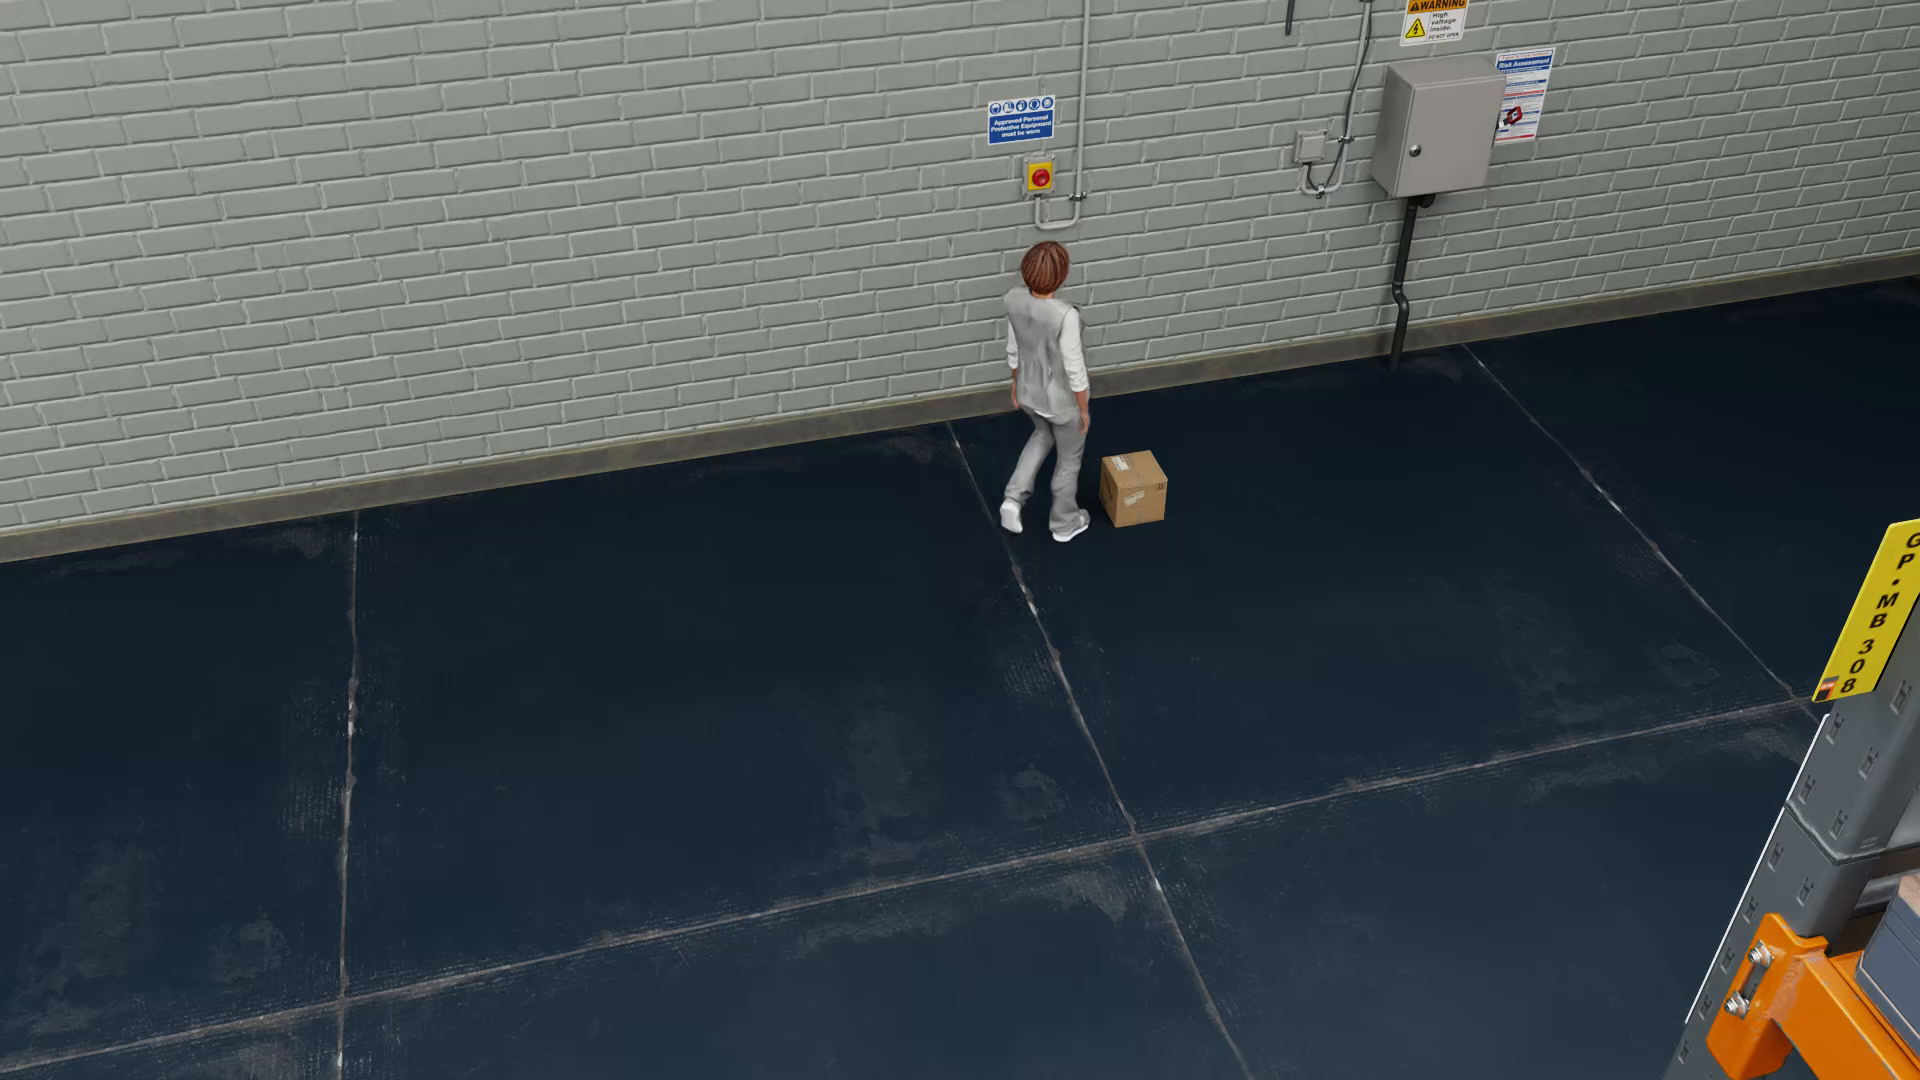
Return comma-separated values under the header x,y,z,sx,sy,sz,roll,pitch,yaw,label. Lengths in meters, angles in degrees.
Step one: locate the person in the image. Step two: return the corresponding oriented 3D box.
x,y,z,sx,sy,sz,roll,pitch,yaw,label
0.401,-0.639,7.507,0.437,1.600,0.518,27,46,30,person
